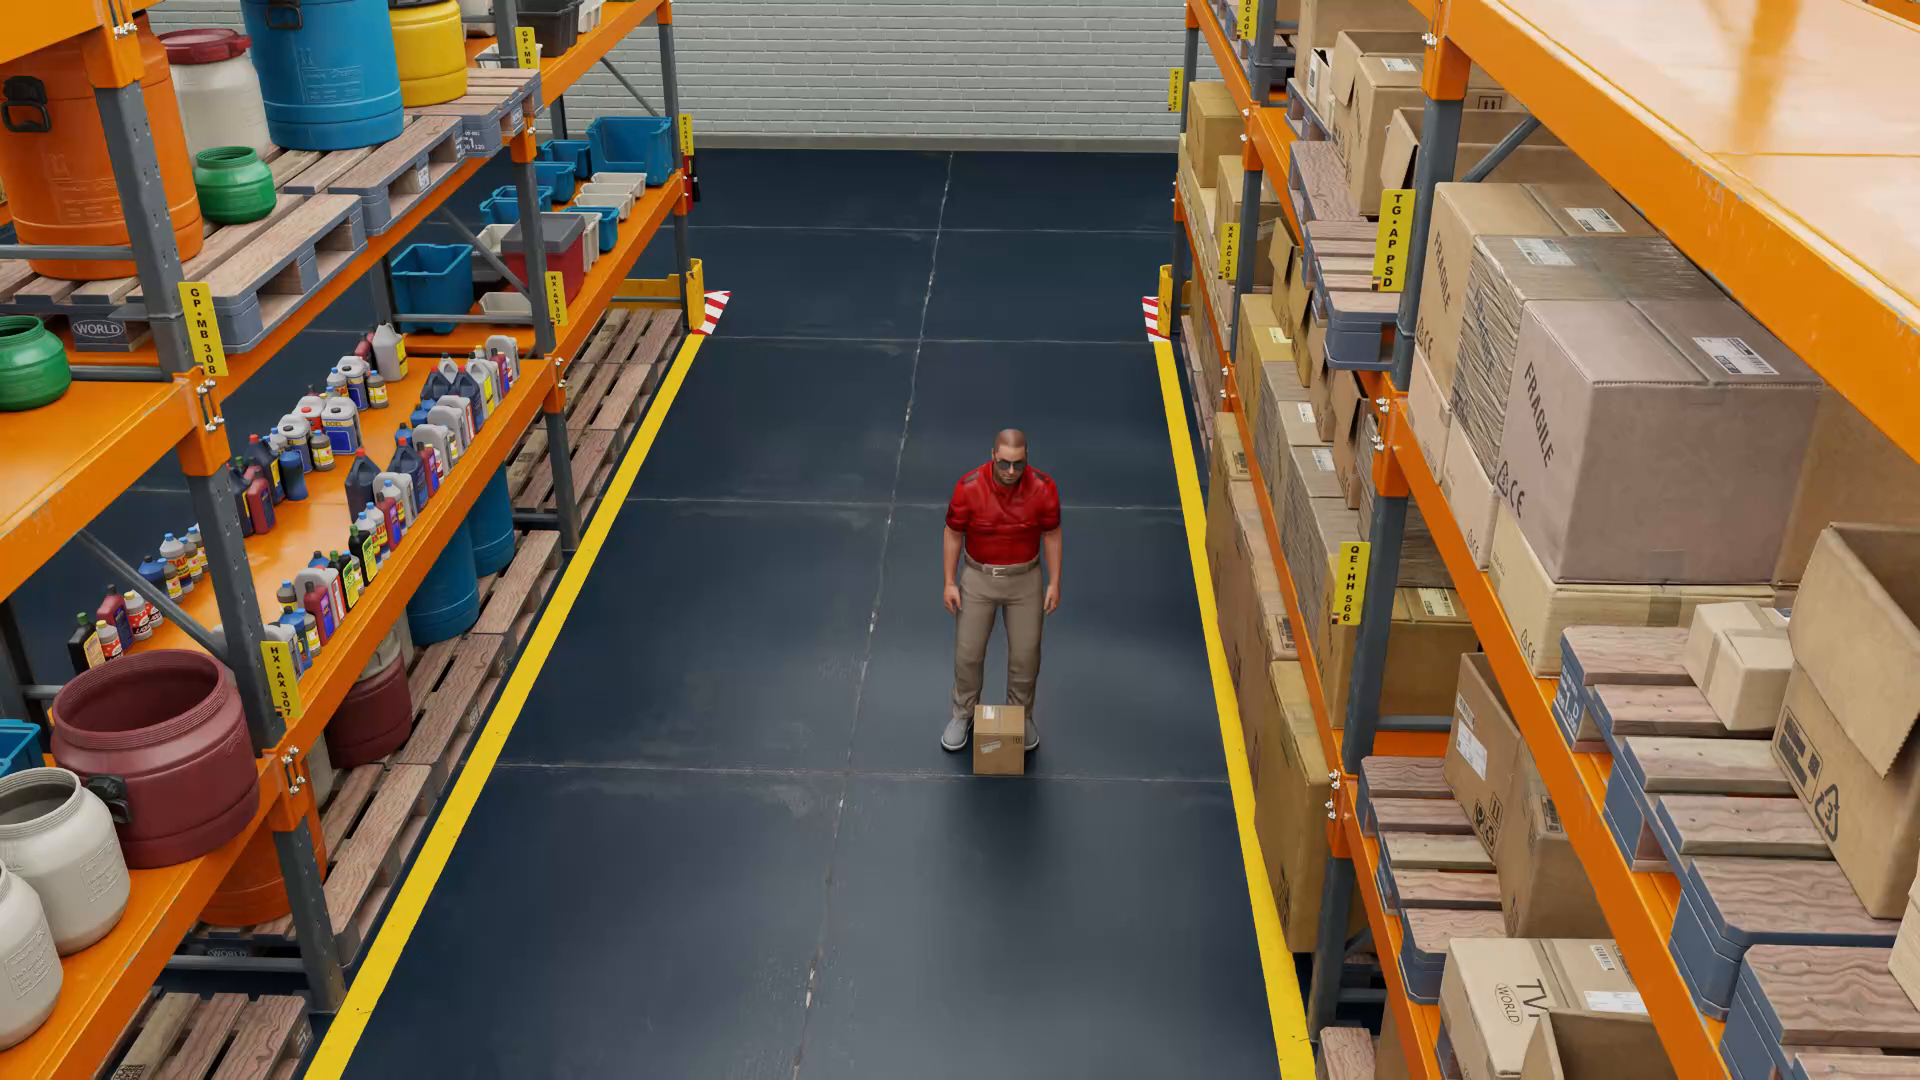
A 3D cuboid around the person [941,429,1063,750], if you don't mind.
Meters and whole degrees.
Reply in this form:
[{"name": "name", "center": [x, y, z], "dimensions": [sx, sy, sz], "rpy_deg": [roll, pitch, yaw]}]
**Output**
[{"name": "person", "center": [0.203, 0.227, 8.206], "dimensions": [0.602, 1.726, 0.393], "rpy_deg": [-1, 28, -1]}]
